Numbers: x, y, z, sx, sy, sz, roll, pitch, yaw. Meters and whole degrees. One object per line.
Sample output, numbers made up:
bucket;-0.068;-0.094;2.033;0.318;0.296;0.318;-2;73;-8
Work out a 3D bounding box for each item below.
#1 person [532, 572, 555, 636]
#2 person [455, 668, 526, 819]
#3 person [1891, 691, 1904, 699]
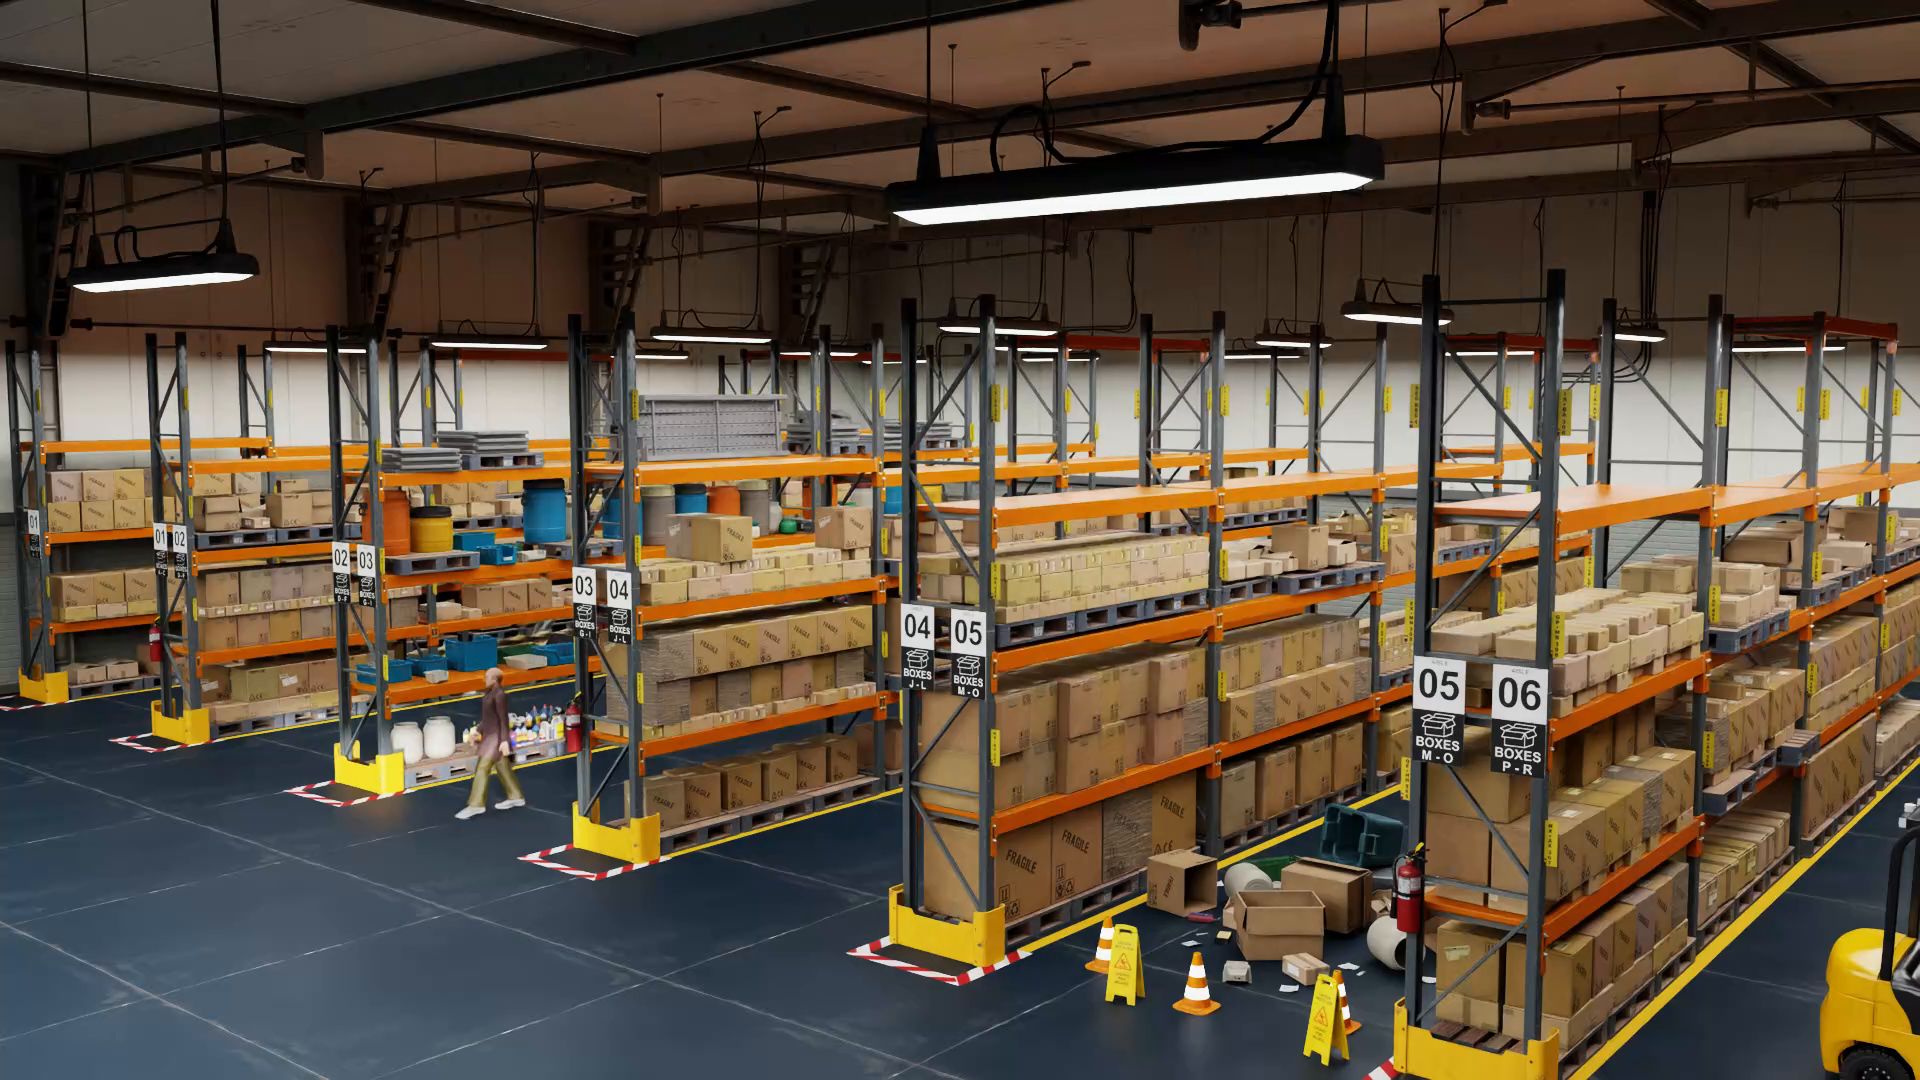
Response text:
person;-8.508;1.320;33.780;0.456;1.577;0.433;-3;6;-30
person;-5.764;2.447;20.363;0.833;1.769;0.623;-1;5;-16
person;14.779;1.915;26.912;0.967;1.635;0.481;2;5;21
